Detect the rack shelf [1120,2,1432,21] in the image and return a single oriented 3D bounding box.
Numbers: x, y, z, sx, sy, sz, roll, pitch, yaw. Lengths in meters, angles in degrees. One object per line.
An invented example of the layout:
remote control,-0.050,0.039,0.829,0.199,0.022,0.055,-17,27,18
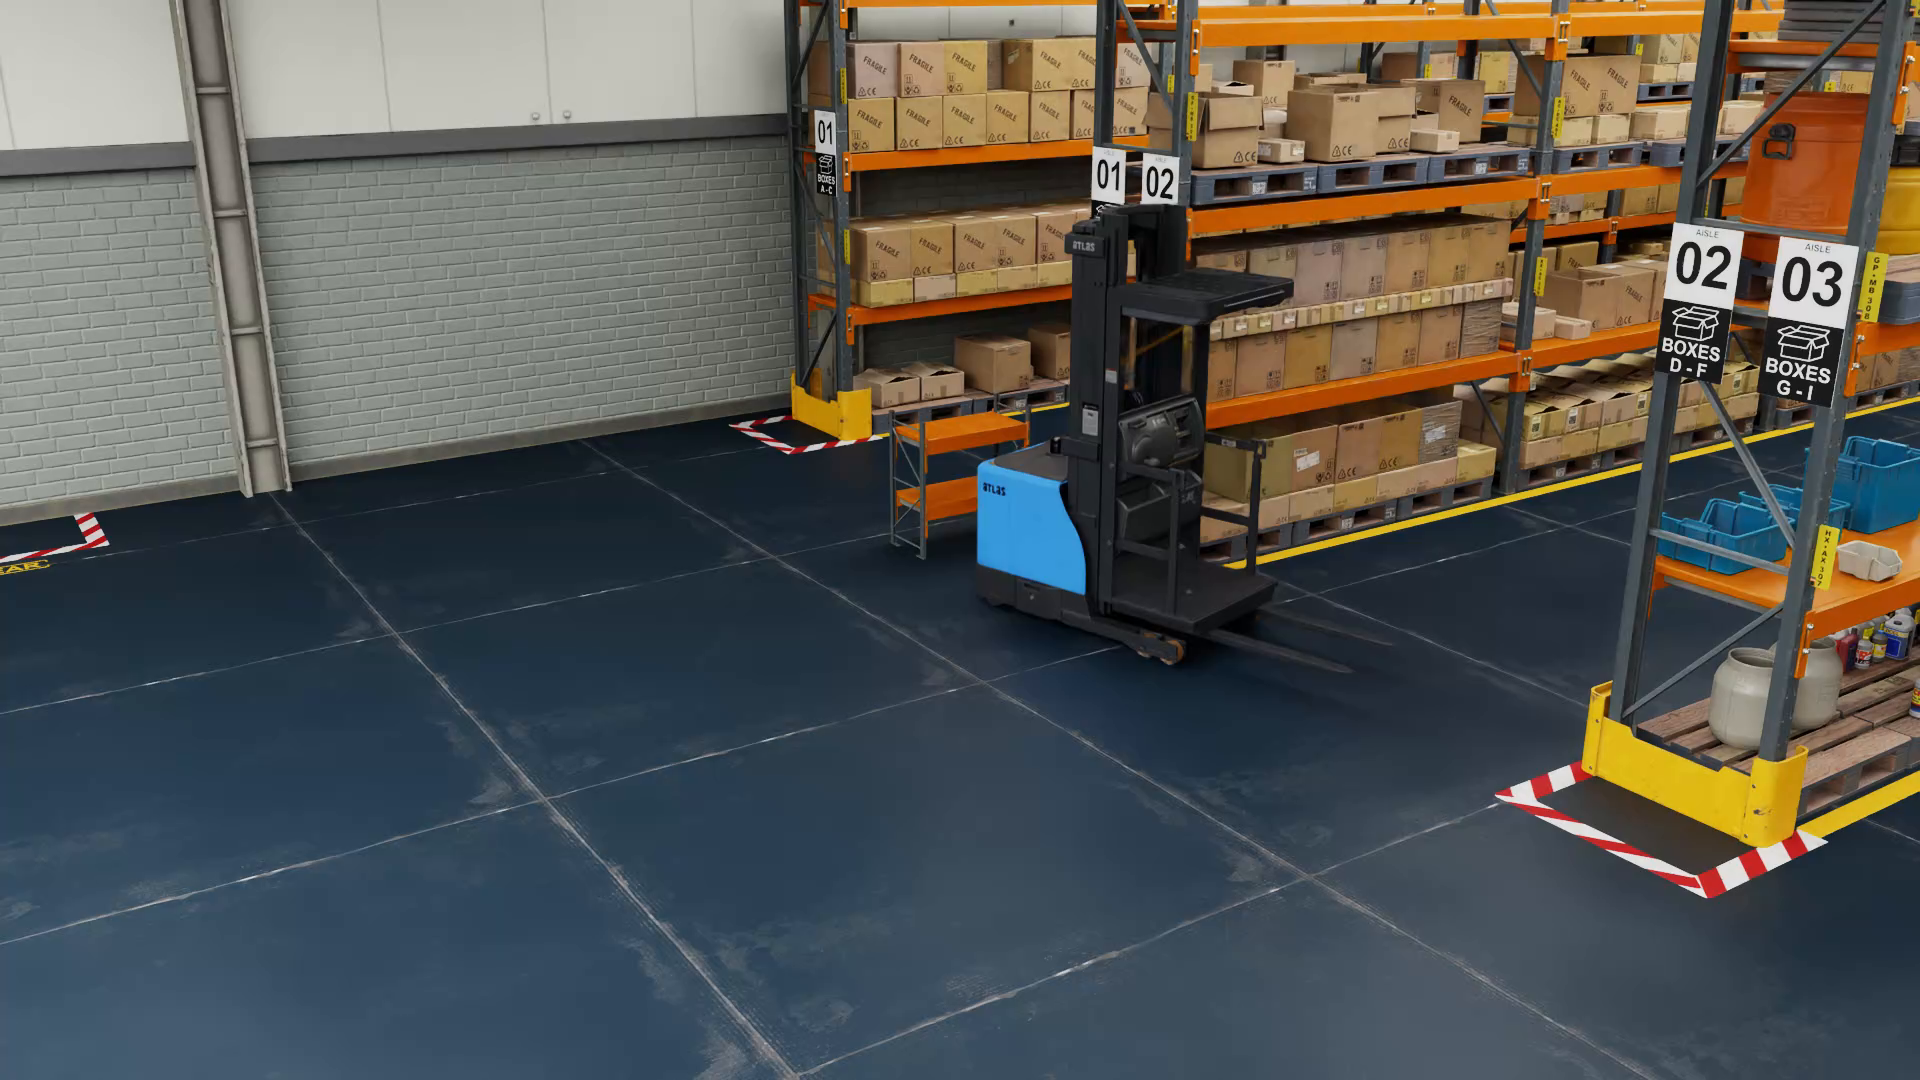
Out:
rack shelf,3.615,-5.947,19.034,4.000,0.370,1.077,-12,22,-31

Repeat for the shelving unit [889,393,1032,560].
shelving unit,0.006,-0.534,13.568,1.048,1.125,0.538,-12,22,-31

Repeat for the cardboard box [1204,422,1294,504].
cardboard box,2.318,-0.630,13.391,0.500,0.500,0.500,-12,22,-31

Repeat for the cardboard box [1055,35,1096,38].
cardboard box,1.378,-5.225,18.085,0.500,0.500,0.500,-11,22,-30

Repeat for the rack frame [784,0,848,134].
rack frame,-1.396,-5.421,15.729,0.127,3.000,1.000,-12,22,-31

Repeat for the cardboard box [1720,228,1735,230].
cardboard box,11.432,-4.645,25.034,0.250,0.149,0.380,-12,22,-31

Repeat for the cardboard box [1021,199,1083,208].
cardboard box,1.003,-3.460,18.328,0.500,0.500,0.500,-12,22,-32

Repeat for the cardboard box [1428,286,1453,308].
cardboard box,3.919,-2.072,14.022,0.250,0.149,0.380,-12,22,-32

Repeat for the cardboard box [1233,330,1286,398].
cardboard box,2.164,-1.475,13.267,0.500,0.500,0.700,-11,22,-30

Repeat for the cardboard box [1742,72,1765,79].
cardboard box,11.067,-6.701,23.622,0.500,0.250,0.500,-13,23,-33

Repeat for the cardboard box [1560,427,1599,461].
cardboard box,5.573,-0.950,15.509,0.500,0.250,0.500,-11,22,-30

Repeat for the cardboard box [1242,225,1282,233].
cardboard box,3.392,-3.841,19.579,0.500,0.500,0.700,-9,21,-24

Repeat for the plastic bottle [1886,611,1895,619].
plastic bottle,6.173,0.527,11.056,0.133,0.283,0.061,-11,21,-29

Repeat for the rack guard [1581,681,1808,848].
rack guard,4.090,1.229,9.328,0.348,0.500,1.175,-12,22,-31

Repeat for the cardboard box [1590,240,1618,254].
cardboard box,9.077,-4.147,23.561,0.250,0.149,0.380,-12,22,-32

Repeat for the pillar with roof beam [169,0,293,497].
pillar with roof beam,-3.931,-3.567,10.246,0.400,9.000,9.100,-12,22,-31

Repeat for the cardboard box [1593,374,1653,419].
cardboard box,6.438,-1.398,15.960,0.500,0.311,0.500,-11,22,-30

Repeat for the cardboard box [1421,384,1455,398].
cardboard box,4.113,-1.213,15.115,0.500,0.500,0.500,-12,22,-31

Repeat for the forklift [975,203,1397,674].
forklift,1.549,-0.734,11.341,3.031,2.935,1.130,16,24,39

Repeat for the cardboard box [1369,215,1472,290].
cardboard box,3.884,-2.452,14.132,0.500,0.500,0.700,-12,22,-32

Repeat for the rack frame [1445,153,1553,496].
rack frame,4.672,-1.959,14.856,0.127,3.000,1.000,-12,22,-31

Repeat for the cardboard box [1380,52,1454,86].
cardboard box,5.651,-5.764,20.584,0.500,0.500,0.700,-14,23,-36

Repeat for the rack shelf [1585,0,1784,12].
rack shelf,10.296,-7.357,23.202,4.000,0.370,1.077,-12,22,-31

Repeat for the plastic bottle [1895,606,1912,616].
plastic bottle,6.231,0.551,11.005,0.097,0.271,0.097,0,19,0

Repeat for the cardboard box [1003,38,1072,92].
cardboard box,0.793,-4.880,17.064,0.500,0.500,0.500,-13,23,-33

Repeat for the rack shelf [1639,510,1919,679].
rack shelf,5.723,0.060,10.008,4.000,0.370,1.077,-12,22,-31

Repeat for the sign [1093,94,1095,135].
sign,1.045,-3.205,12.599,0.005,0.325,0.100,-12,22,-31

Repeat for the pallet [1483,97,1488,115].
pallet,5.794,-5.447,20.785,1.003,0.211,1.213,-11,21,-29

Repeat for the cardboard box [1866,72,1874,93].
cardboard box,9.233,-4.861,17.037,0.500,0.500,0.500,-12,22,-31

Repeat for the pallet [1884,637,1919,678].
pallet,6.810,0.795,11.065,1.213,0.211,1.003,-12,22,-31

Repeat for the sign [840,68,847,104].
sign,-1.098,-4.269,15.640,0.005,0.325,0.100,-12,22,-31

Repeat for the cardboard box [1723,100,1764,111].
cardboard box,7.665,-4.118,16.136,0.500,0.250,0.500,-14,23,-35

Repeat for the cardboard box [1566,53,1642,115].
cardboard box,5.672,-4.068,14.818,0.500,0.500,0.500,-10,21,-26

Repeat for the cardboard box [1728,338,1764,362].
cardboard box,8.665,-1.915,17.943,0.500,0.500,0.500,-11,22,-29

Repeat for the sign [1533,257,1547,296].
sign,4.979,-2.259,14.267,0.005,0.325,0.100,-12,22,-31

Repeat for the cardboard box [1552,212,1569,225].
cardboard box,7.872,-4.301,22.145,0.250,0.149,0.380,-12,22,-31

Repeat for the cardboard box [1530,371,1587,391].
cardboard box,5.702,-1.450,16.111,0.500,0.311,0.500,-12,22,-32

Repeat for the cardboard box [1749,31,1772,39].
cardboard box,11.082,-7.062,23.517,0.500,0.500,0.500,-11,22,-30

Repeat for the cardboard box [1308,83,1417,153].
cardboard box,3.227,-3.438,13.511,0.637,0.503,0.797,-9,21,-25

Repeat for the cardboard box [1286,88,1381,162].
cardboard box,2.869,-3.208,12.835,0.500,0.500,0.500,-12,22,-31

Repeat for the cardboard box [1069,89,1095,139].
cardboard box,1.229,-4.521,17.562,0.500,0.500,0.500,-14,23,-36

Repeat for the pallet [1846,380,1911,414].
pallet,9.675,-1.678,18.378,1.213,0.211,1.003,-12,22,-31

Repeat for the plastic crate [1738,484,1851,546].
plastic crate,4.852,-0.140,9.706,0.408,0.251,0.499,-12,22,-31

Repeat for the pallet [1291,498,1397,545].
pallet,2.965,-0.293,14.282,1.213,0.211,1.003,-12,22,-31

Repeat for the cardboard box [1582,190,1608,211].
cardboard box,8.379,-4.742,22.435,0.500,0.500,0.500,-12,22,-32

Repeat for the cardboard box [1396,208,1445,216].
cardboard box,5.832,-4.203,20.841,0.500,0.500,0.500,-11,22,-30

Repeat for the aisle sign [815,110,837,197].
aisle sign,-1.291,-3.718,15.998,0.004,0.787,0.394,-12,22,-31

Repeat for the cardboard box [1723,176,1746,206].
cardboard box,10.945,-5.316,24.316,0.700,0.700,0.980,-12,22,-32

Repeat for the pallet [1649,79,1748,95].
pallet,10.333,-6.426,23.525,1.213,0.211,1.003,-12,22,-31

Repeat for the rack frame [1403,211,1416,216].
rack frame,5.285,-3.988,20.858,0.127,3.000,1.000,-12,22,-31

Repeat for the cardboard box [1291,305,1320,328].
cardboard box,2.639,-1.803,13.225,0.250,0.149,0.380,-13,23,-33

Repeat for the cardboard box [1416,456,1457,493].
cardboard box,3.982,-0.630,14.562,0.500,0.250,0.500,-12,22,-31

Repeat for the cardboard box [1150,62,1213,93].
cardboard box,2.445,-5.026,18.431,0.500,0.500,0.500,-9,20,-24

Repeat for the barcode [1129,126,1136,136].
barcode,1.318,-3.133,12.738,0.075,0.075,0.001,-12,22,-31

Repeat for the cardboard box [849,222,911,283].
cardboard box,-0.832,-2.876,16.601,0.500,0.500,0.500,-12,22,-31

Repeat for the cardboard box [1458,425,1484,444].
cardboard box,4.859,-1.006,15.675,0.500,0.250,0.500,-12,22,-32

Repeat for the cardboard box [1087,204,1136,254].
cardboard box,1.720,-3.411,18.183,0.500,0.500,0.500,-12,22,-32

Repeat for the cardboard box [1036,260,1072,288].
cardboard box,0.884,-2.879,17.780,0.500,0.250,0.500,-12,22,-32

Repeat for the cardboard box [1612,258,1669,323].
cardboard box,6.621,-2.411,16.037,0.500,0.500,0.500,-13,23,-34
